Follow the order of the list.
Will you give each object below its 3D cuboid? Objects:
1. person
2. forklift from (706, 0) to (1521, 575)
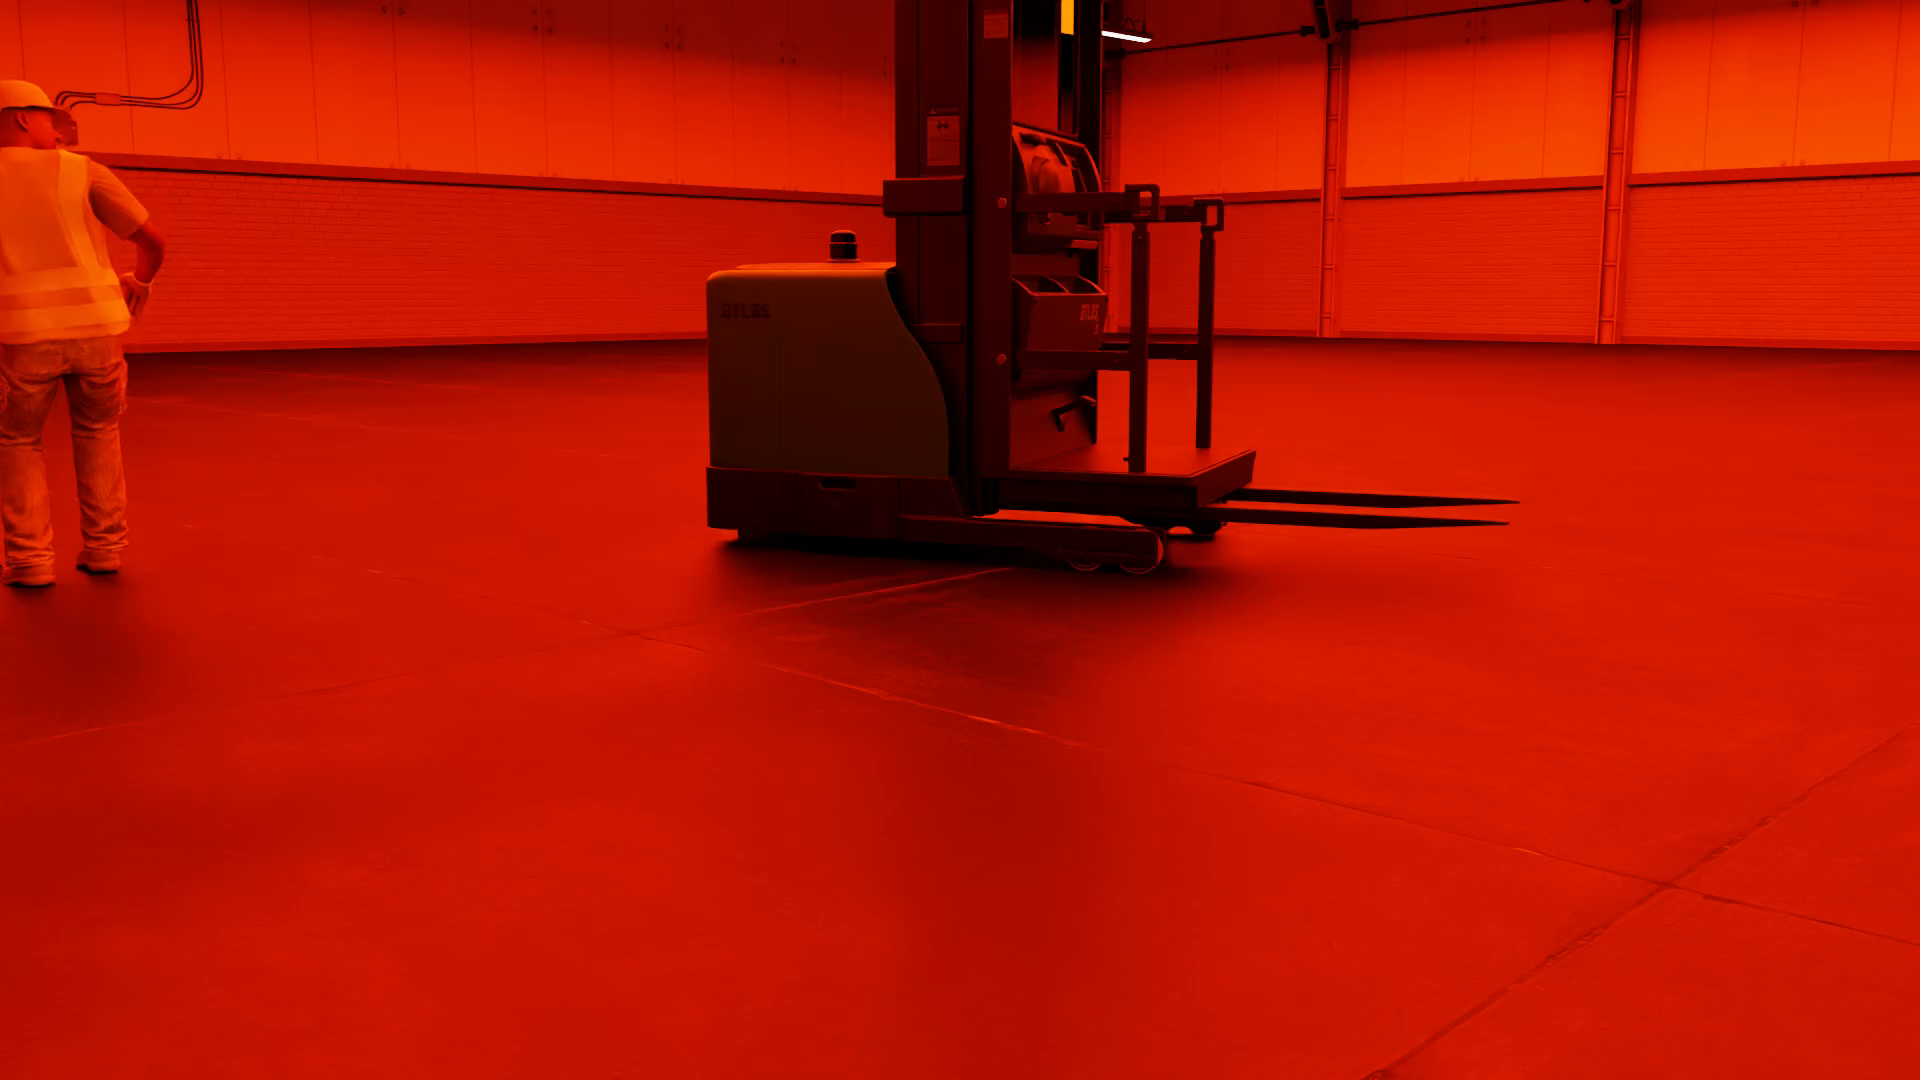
[{"bbox_3d":[-3.181,-0.711,5.759,0.803,1.723,0.564,-5,10,-29],"label":"person"},{"bbox_3d":[0.565,-1.416,6.275,3.031,2.935,1.130,3,9,22],"label":"forklift"}]
